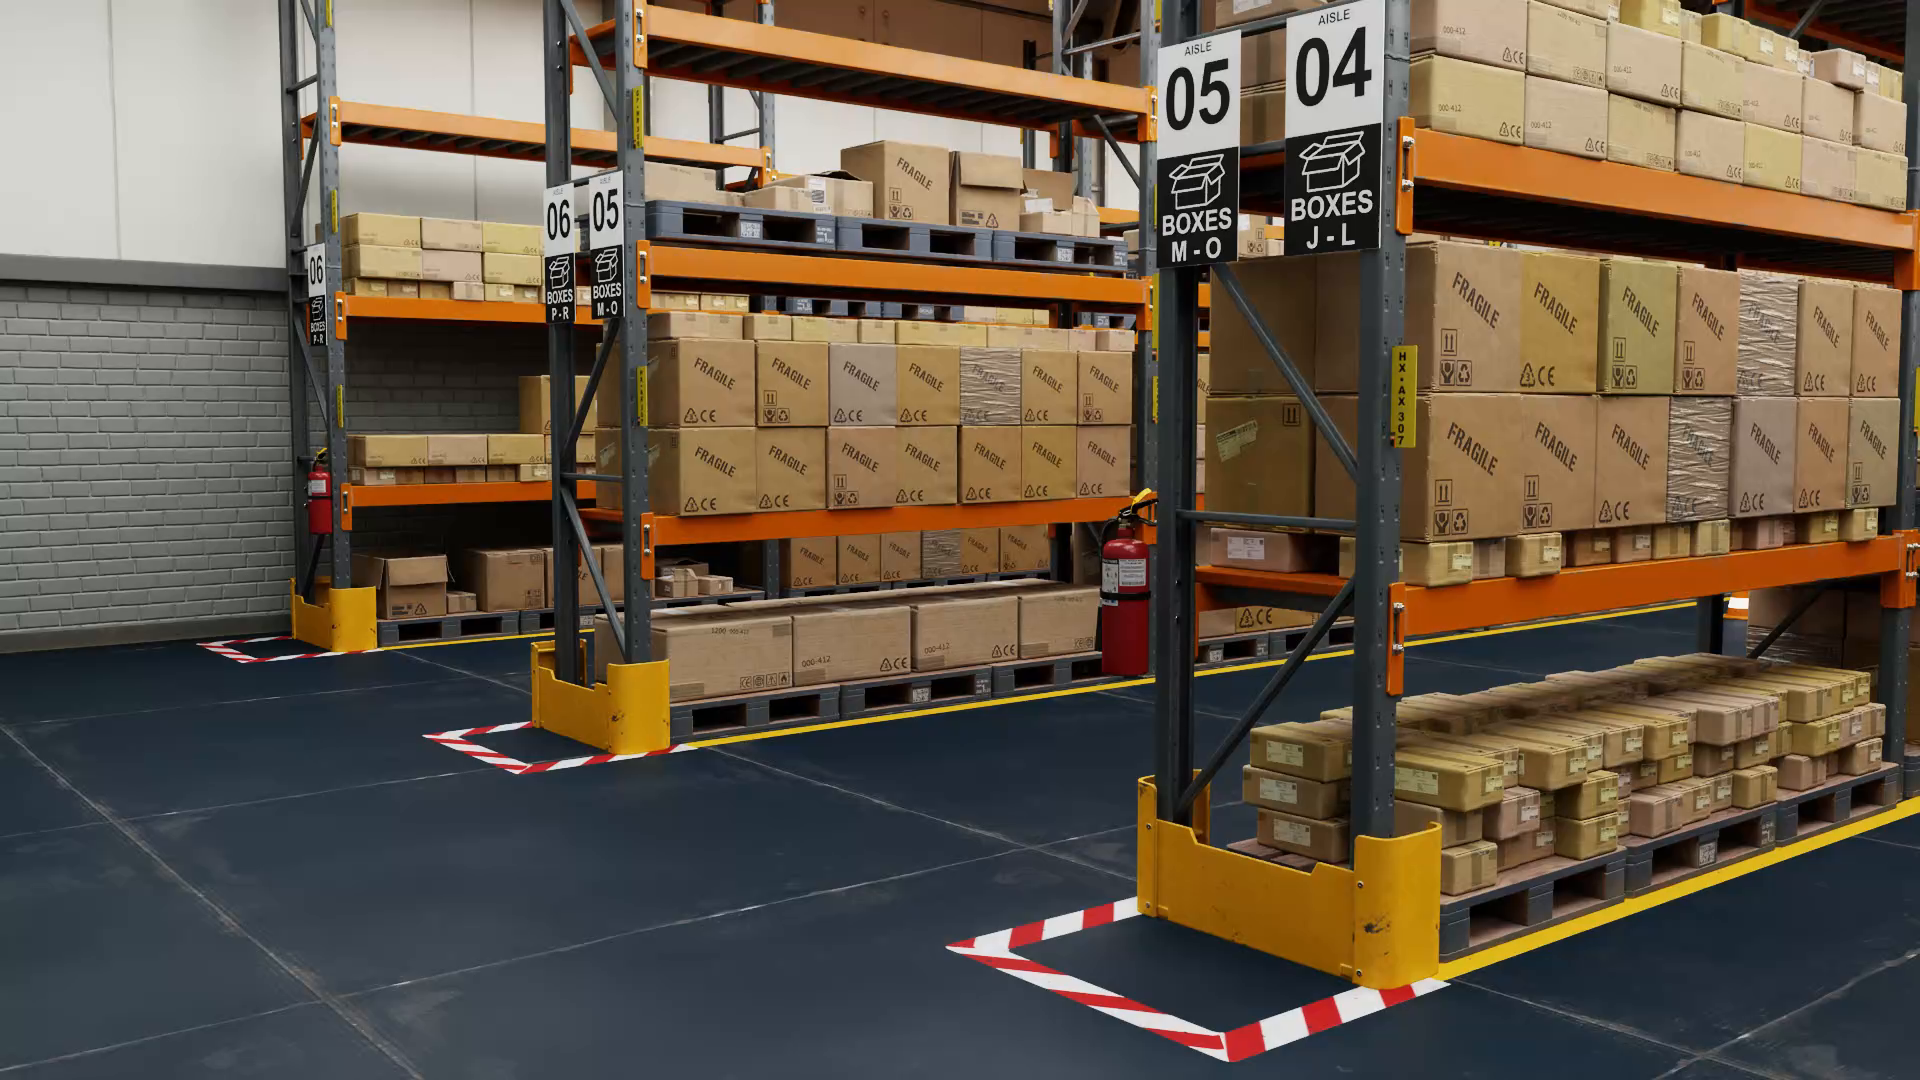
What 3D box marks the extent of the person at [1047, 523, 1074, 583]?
[{"bbox_3d":[1.203,0.109,15.703,0.865,1.158,0.421,-4,6,-40],"label":"person"}]
